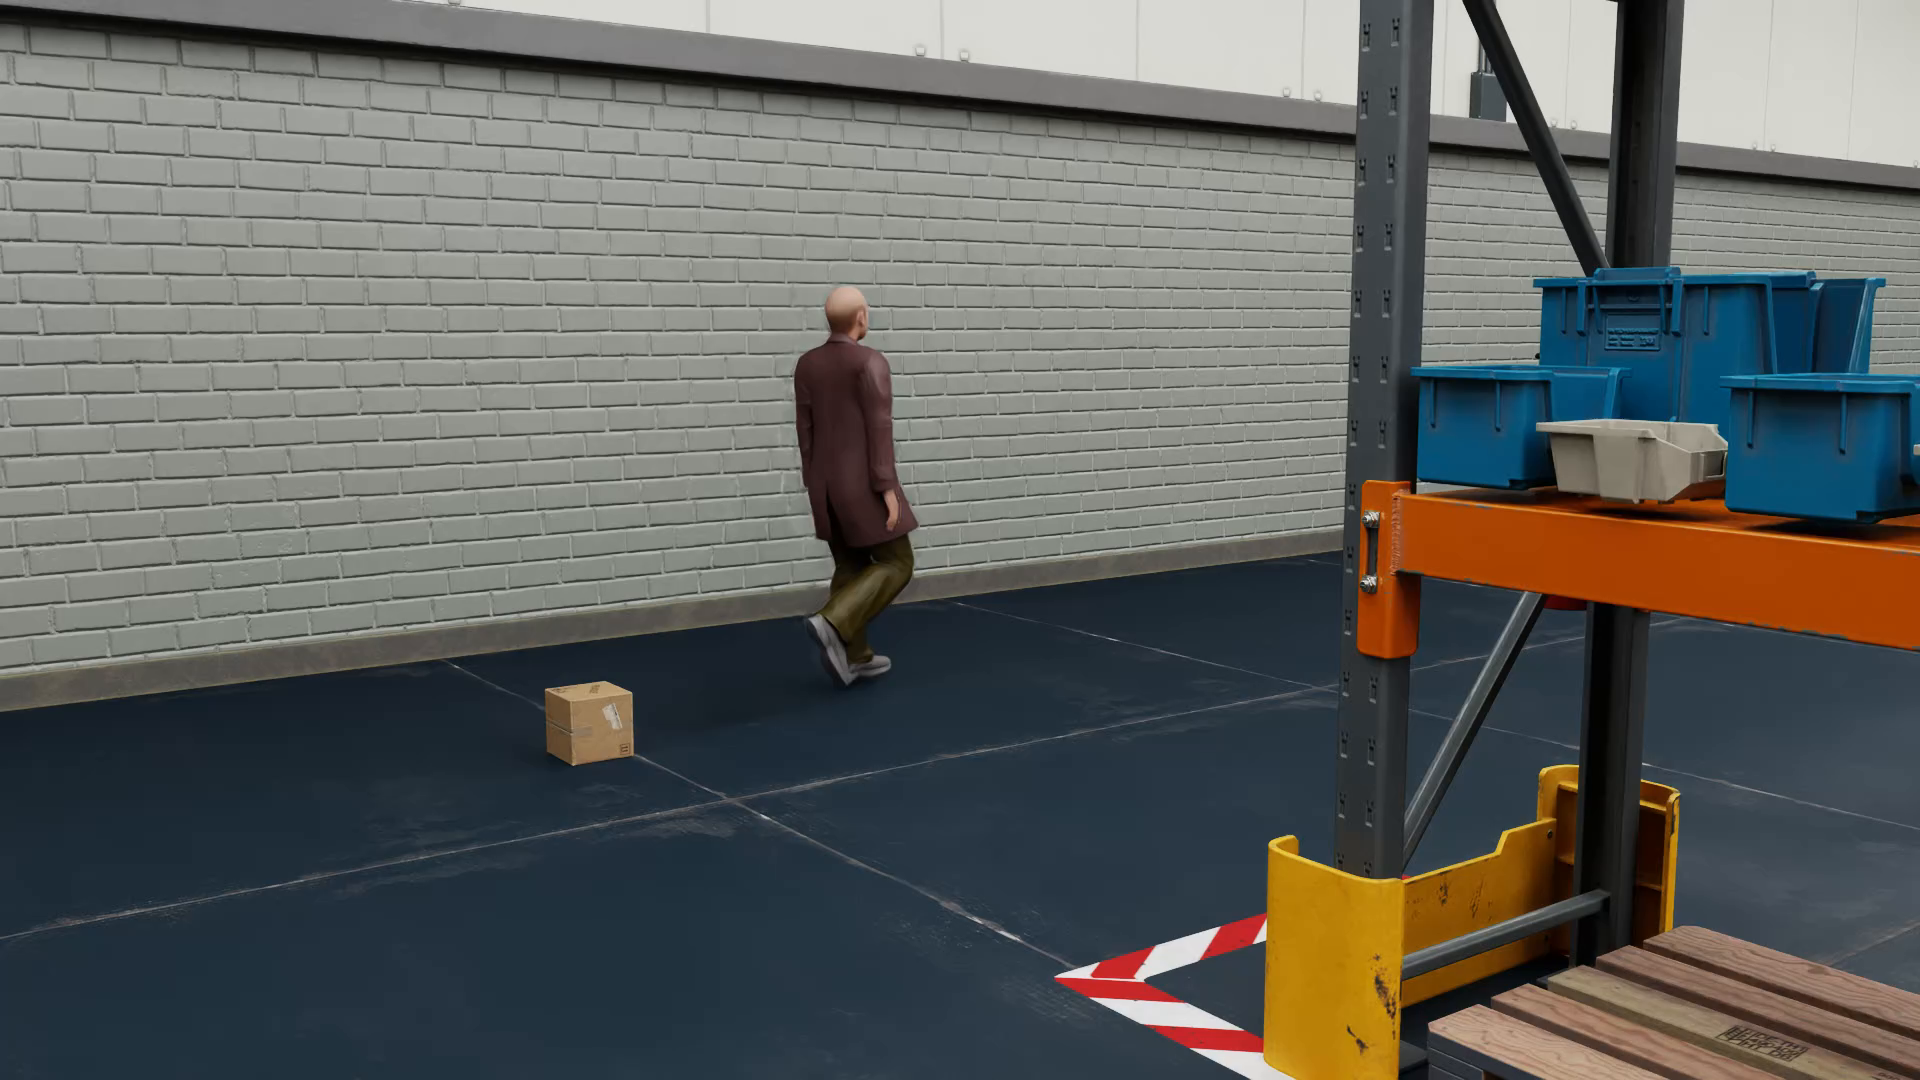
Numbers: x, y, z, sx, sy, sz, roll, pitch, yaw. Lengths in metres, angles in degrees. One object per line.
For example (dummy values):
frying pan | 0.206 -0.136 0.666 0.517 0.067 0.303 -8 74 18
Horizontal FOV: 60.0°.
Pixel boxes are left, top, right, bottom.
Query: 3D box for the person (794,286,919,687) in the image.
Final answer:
person | -0.500 -0.229 7.356 0.604 1.767 0.638 7 10 41
